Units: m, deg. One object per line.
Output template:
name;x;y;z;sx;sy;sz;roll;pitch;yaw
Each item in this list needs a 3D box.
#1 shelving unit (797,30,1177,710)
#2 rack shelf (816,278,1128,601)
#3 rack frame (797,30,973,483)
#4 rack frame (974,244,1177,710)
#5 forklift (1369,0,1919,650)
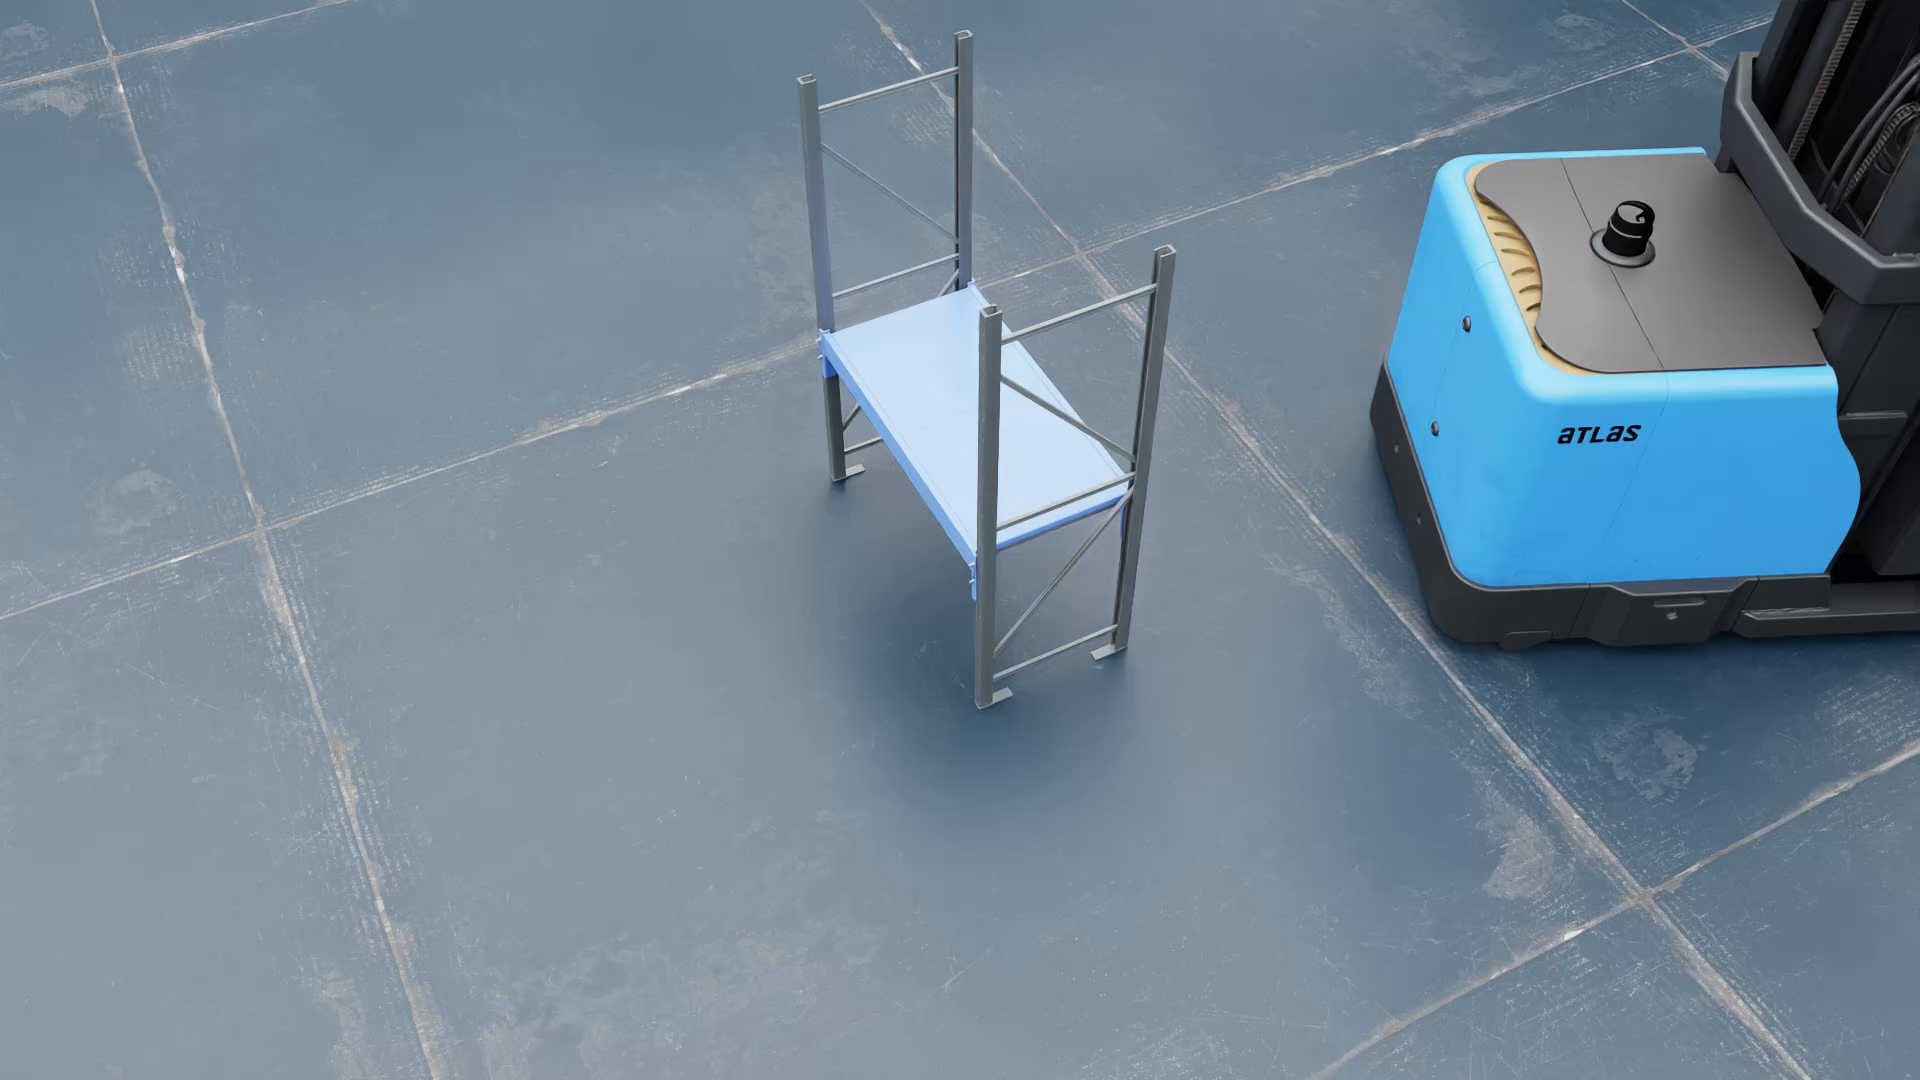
shelving unit;0.039;-0.437;4.636;0.538;1.500;1.048;-21;52;-18
rack shelf;0.039;-0.318;4.771;0.538;0.185;1.000;-21;52;-18
rack frame;-0.194;-0.777;4.933;0.500;1.500;0.032;-21;52;-18
rack frame;0.272;-0.096;4.338;0.500;1.500;0.032;-21;52;-18
forklift;2.894;-1.070;4.238;3.031;2.935;1.130;-2;49;-2
